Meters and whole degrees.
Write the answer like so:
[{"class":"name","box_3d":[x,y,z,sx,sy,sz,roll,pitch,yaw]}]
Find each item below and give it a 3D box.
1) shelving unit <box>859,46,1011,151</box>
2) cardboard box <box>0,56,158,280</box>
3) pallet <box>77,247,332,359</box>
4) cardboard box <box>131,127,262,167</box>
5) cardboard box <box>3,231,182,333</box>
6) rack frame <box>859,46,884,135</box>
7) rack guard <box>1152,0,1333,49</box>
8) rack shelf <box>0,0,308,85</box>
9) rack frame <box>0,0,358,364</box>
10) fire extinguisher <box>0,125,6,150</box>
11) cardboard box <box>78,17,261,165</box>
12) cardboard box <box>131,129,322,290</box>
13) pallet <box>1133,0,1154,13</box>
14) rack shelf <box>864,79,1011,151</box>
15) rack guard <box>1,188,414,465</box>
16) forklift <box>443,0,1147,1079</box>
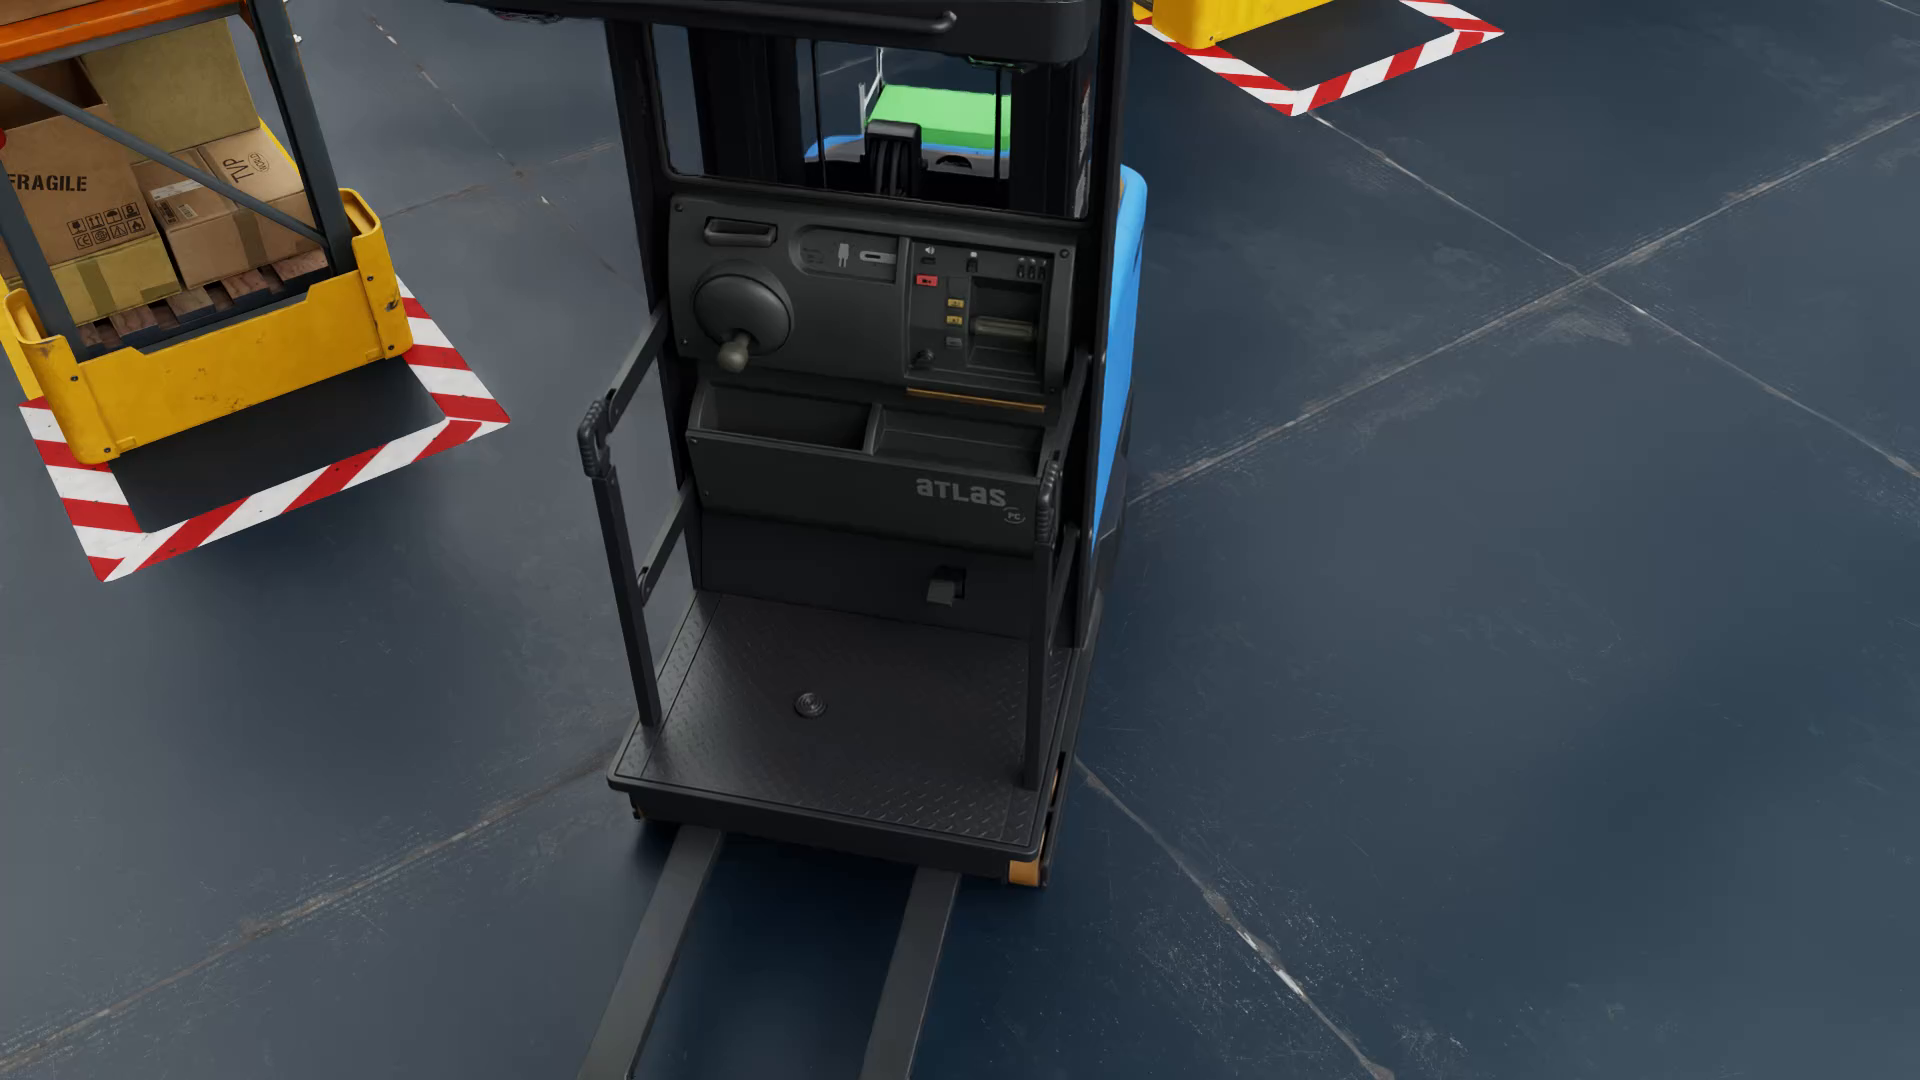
[{"class":"shelving unit","box_3d":[-0.028,-0.965,5.392,0.503,1.200,0.258,8,44,8]},{"class":"cardboard box","box_3d":[-3.086,-1.272,5.555,0.500,0.500,0.500,-26,49,-24]},{"class":"pallet","box_3d":[-3.007,-1.066,6.213,1.003,0.211,1.213,-26,49,-24]},{"class":"cardboard box","box_3d":[-2.948,-1.488,6.324,0.500,0.250,0.500,-26,49,-24]},{"class":"cardboard box","box_3d":[-3.084,-1.002,5.814,0.500,0.250,0.500,-26,49,-24]},{"class":"rack frame","box_3d":[-0.268,-0.998,5.427,0.015,1.200,0.240,8,44,8]},{"class":"rack guard","box_3d":[1.448,-2.732,7.750,1.175,0.500,0.348,-26,49,-24]},{"class":"rack shelf","box_3d":[-3.679,-2.530,6.249,1.077,0.370,4.000,-26,49,-24]},{"class":"rack frame","box_3d":[-2.535,-1.658,4.814,1.000,3.000,0.127,-26,49,-24]},{"class":"fire extinguisher","box_3d":[-2.848,-1.379,4.578,0.296,0.674,0.183,-26,49,-24]},{"class":"cardboard box","box_3d":[-2.947,-1.760,6.066,0.500,0.500,0.500,-26,49,-24]},{"class":"cardboard box","box_3d":[-2.659,-1.207,6.029,0.500,0.250,0.500,-26,49,-24]},{"class":"pallet","box_3d":[0.988,-3.090,8.334,1.003,0.211,1.213,-26,49,-24]},{"class":"rack shelf","box_3d":[-0.028,-1.266,5.104,0.480,0.148,0.258,8,44,8]},{"class":"rack guard","box_3d":[-2.521,-0.740,5.663,1.175,0.500,0.348,-26,49,-24]},{"class":"forklift","box_3d":[-0.251,-0.452,3.601,1.130,2.935,3.031,8,44,9]}]
